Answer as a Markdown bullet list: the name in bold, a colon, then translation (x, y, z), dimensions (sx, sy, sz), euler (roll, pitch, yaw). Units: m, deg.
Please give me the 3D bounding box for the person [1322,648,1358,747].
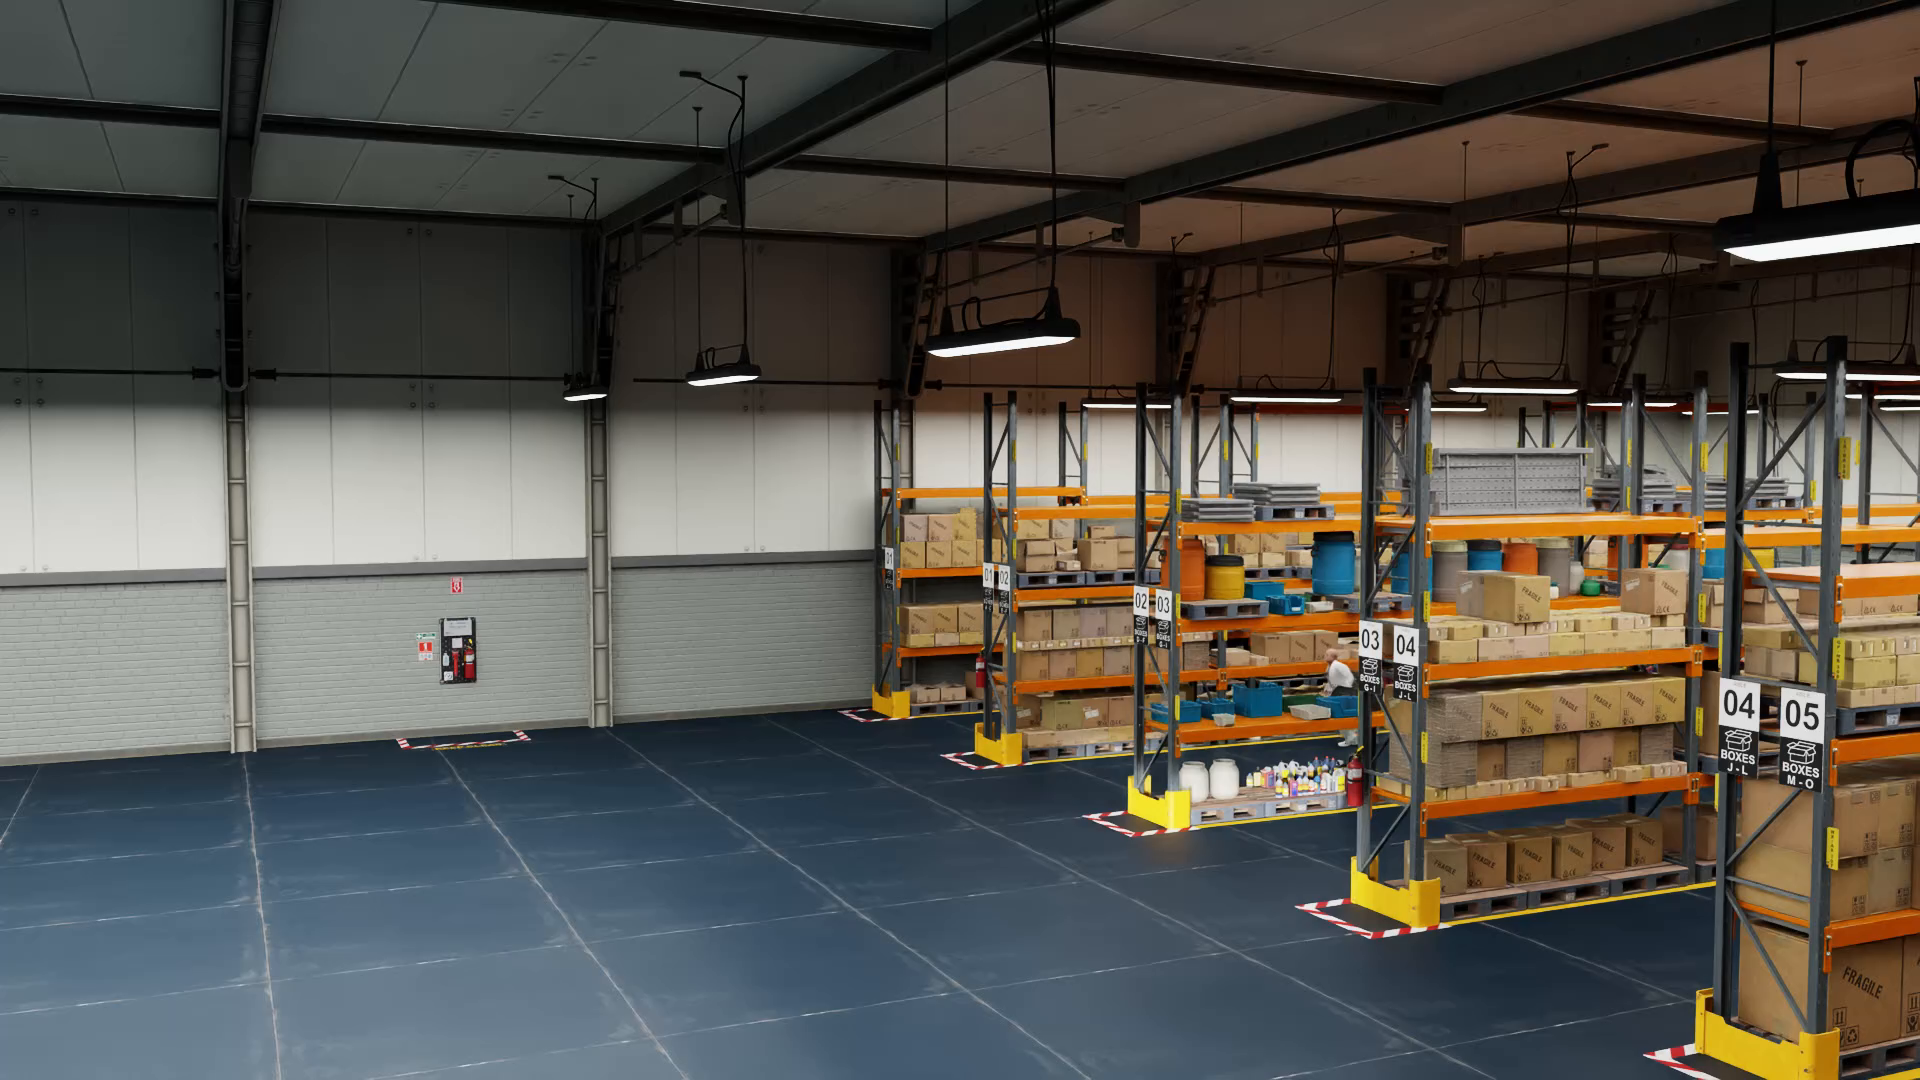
- **person**: translation (6.518, 2.682, 28.318), dimensions (0.634, 1.687, 0.753), euler (-1, 3, -16)
